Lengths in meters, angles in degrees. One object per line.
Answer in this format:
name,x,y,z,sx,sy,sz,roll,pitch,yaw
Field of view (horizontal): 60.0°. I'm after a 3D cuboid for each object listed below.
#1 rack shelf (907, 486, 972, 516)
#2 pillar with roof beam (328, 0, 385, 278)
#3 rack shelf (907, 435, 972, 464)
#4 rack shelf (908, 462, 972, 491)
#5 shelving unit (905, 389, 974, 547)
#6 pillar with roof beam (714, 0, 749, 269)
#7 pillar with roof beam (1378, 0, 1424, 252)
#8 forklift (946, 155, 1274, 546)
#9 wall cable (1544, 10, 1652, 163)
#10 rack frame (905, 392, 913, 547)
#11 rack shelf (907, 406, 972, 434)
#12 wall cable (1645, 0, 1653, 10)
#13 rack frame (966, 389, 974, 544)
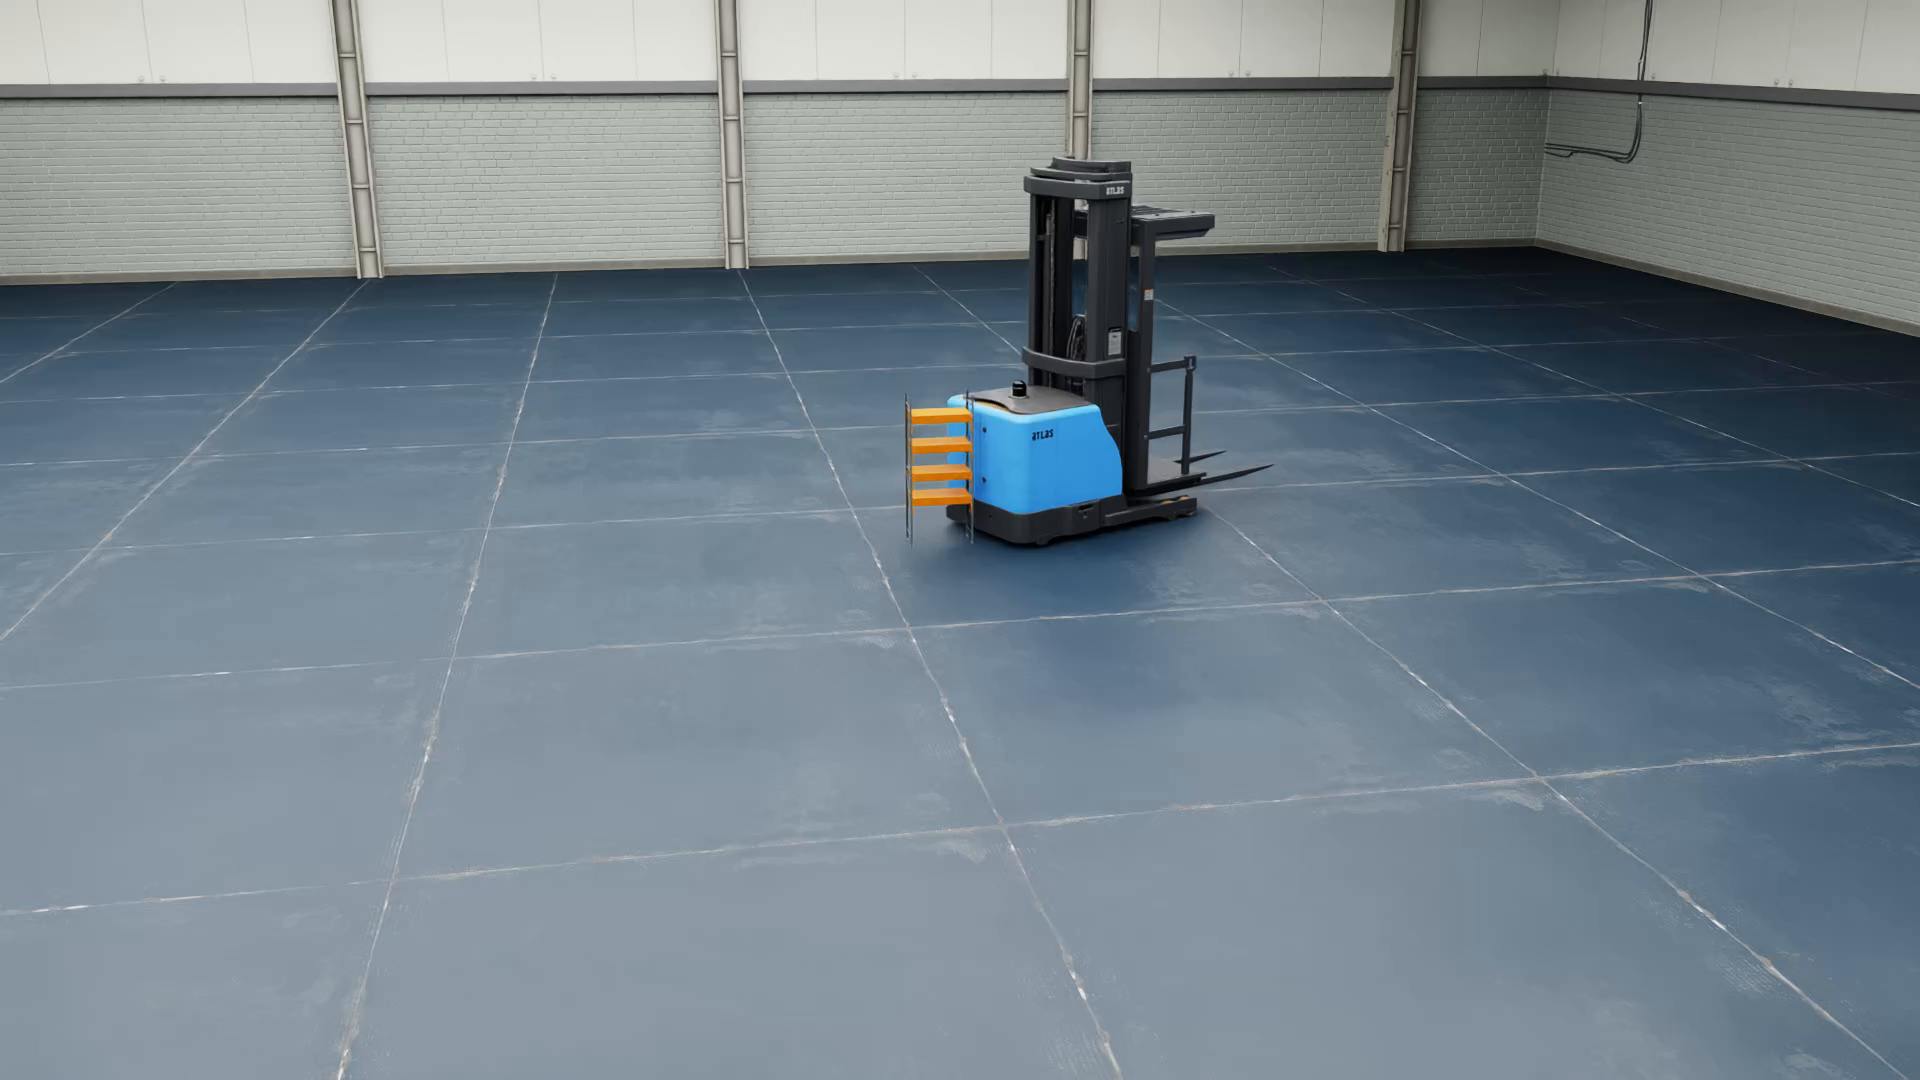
rack shelf,-0.163,-0.310,13.184,0.480,0.148,0.258,-3,17,-10
pillar with roof beam,-8.903,-7.406,22.097,0.400,9.000,9.100,-3,17,-10
rack shelf,-0.163,-0.714,13.060,0.480,0.148,0.258,-3,17,-10
rack shelf,-0.163,-0.500,13.125,0.480,0.148,0.258,-3,17,-10
shelving unit,-0.163,-0.564,13.106,0.503,1.200,0.258,-3,17,-10
pillar with roof beam,-3.011,-7.740,23.185,0.400,9.000,9.100,-3,17,-10
pillar with roof beam,8.771,-8.408,25.361,0.400,9.000,9.100,-3,17,-10
forklift,1.373,-1.677,13.780,3.031,2.935,1.130,-12,21,-34
wall cable,11.097,-7.948,29.151,0.112,2.526,3.097,-3,17,-10
rack frame,-0.402,-0.551,13.061,0.015,1.200,0.240,-3,17,-10
rack shelf,-0.163,-0.940,12.990,0.480,0.148,0.258,-3,17,-10
wall cable,11.610,-9.582,25.870,0.112,2.526,3.097,-3,17,-10
rack frame,0.077,-0.578,13.150,0.015,1.200,0.240,-3,17,-10
